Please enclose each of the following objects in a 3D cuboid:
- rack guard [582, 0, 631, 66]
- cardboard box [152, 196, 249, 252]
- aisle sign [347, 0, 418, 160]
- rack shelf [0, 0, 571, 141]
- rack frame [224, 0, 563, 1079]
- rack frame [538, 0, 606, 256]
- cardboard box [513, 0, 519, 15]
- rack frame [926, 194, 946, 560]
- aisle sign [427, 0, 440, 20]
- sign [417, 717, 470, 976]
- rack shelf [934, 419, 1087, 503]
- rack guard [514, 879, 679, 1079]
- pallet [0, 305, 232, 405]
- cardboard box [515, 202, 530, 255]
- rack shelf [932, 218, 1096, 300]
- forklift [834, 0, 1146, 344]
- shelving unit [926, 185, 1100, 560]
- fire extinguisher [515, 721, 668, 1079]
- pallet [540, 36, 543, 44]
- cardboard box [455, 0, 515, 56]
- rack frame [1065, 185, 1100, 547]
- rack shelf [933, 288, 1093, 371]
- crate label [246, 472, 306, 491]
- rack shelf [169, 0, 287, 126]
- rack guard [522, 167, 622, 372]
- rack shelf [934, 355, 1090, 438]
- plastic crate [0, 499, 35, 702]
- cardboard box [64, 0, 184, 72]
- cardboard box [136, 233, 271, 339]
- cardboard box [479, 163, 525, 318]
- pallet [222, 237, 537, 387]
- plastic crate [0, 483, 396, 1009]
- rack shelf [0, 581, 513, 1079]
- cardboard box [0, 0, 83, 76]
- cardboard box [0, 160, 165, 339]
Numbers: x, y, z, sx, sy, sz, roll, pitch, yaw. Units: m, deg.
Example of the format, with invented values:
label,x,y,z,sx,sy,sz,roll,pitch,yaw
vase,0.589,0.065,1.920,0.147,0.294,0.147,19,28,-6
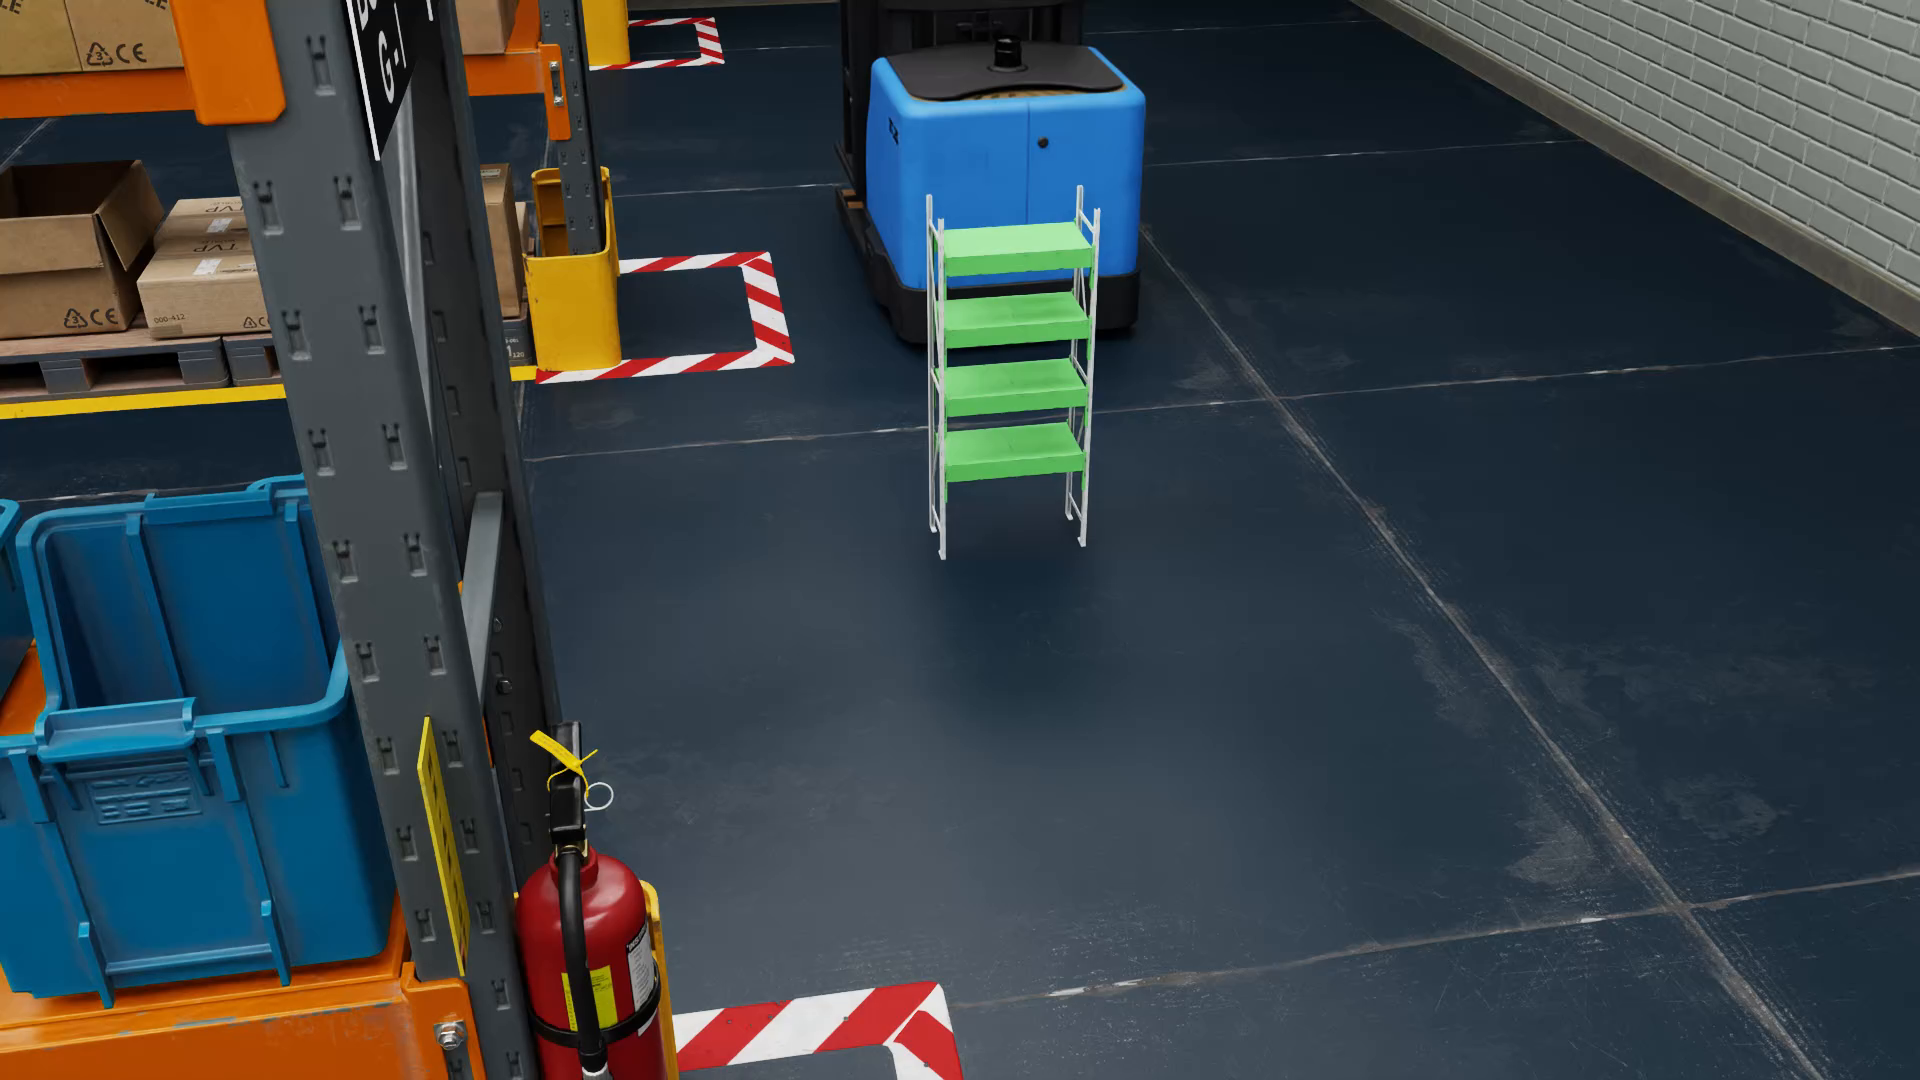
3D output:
label,x,y,z,sx,sy,sz,roll,pitch,yaw
rack guard,-2.494,-3.695,11.541,0.348,0.500,1.175,-5,31,-9
cardboard box,-3.191,-1.306,7.290,0.500,0.250,0.500,-5,31,-9
aisle sign,-0.610,-0.812,1.607,0.004,0.787,0.394,-5,31,-9
rack shelf,-3.589,-1.808,6.576,4.000,0.370,1.077,-5,31,-9
rack frame,-0.733,0.171,2.500,0.053,2.616,0.949,-5,31,-9
rack frame,-1.622,-2.301,6.704,0.127,3.000,1.000,-5,31,-9
cardboard box,-2.106,-2.435,6.833,0.500,0.500,0.500,-5,31,-8
rack frame,-0.077,-0.510,5.434,0.015,1.200,0.240,-5,31,-9
aisle sign,-0.716,-1.106,2.107,0.004,0.787,0.394,-5,31,-9
sign,-0.618,0.372,1.998,0.005,0.325,0.100,-5,31,-9
rack shelf,0.163,-0.270,5.626,0.480,0.148,0.258,-5,31,-9
rack guard,-0.712,1.238,3.151,0.348,0.500,1.175,-5,31,-9
pallet,-3.678,-0.909,7.088,1.213,0.211,1.003,-5,31,-9
cardboard box,-2.095,-1.395,7.541,0.250,0.149,0.380,-5,31,-9
rack shelf,0.163,-0.891,5.261,0.480,0.148,0.258,-5,31,-9
forklift,-0.022,-2.824,7.661,1.130,2.935,3.031,-6,31,-10
shelving unit,0.163,-0.532,5.472,0.503,1.200,0.258,-5,31,-9
fire extinguisher,-0.503,0.576,2.255,0.183,0.674,0.296,-5,31,-9
pallet,-3.290,-3.456,11.420,1.213,0.211,1.003,-5,31,-9
cardboard box,-2.013,-2.167,6.378,0.500,0.500,0.500,-4,31,-7
rack frame,0.403,-0.555,5.509,0.015,1.200,0.240,-5,31,-9
rack shelf,0.163,-0.684,5.382,0.480,0.148,0.258,-5,31,-9
crate label,-1.035,0.074,2.771,0.303,0.233,0.416,-5,31,-9
rack shelf,-2.700,-0.631,1.615,4.000,0.370,1.077,-5,31,-9
rack guard,-1.696,-1.216,7.326,0.348,0.500,1.175,-5,31,-9
rack shelf,0.163,-0.477,5.504,0.480,0.148,0.258,-5,31,-9
plastic crate,-1.683,0.134,2.669,0.300,0.233,0.416,-5,31,-9
cardboard box,-3.015,-2.075,6.222,0.500,0.500,0.500,-5,31,-9
cardboard box,-3.052,-1.061,6.874,0.500,0.250,0.500,-5,31,-9
cardboard box,-2.112,-1.241,6.933,0.500,0.500,0.500,-5,31,-9
pallet,-2.480,-1.019,7.274,1.213,0.211,1.003,-5,31,-9
plastic crate,-1.029,0.252,2.269,0.499,0.435,0.616,-5,31,-9
rack shelf,-2.700,0.662,2.375,4.000,0.370,1.077,-5,31,-9
cardboard box,-3.510,-2.030,6.144,0.500,0.500,0.500,-6,31,-10
cardboard box,-3.709,-1.223,6.900,0.637,0.503,0.797,-5,31,-9
